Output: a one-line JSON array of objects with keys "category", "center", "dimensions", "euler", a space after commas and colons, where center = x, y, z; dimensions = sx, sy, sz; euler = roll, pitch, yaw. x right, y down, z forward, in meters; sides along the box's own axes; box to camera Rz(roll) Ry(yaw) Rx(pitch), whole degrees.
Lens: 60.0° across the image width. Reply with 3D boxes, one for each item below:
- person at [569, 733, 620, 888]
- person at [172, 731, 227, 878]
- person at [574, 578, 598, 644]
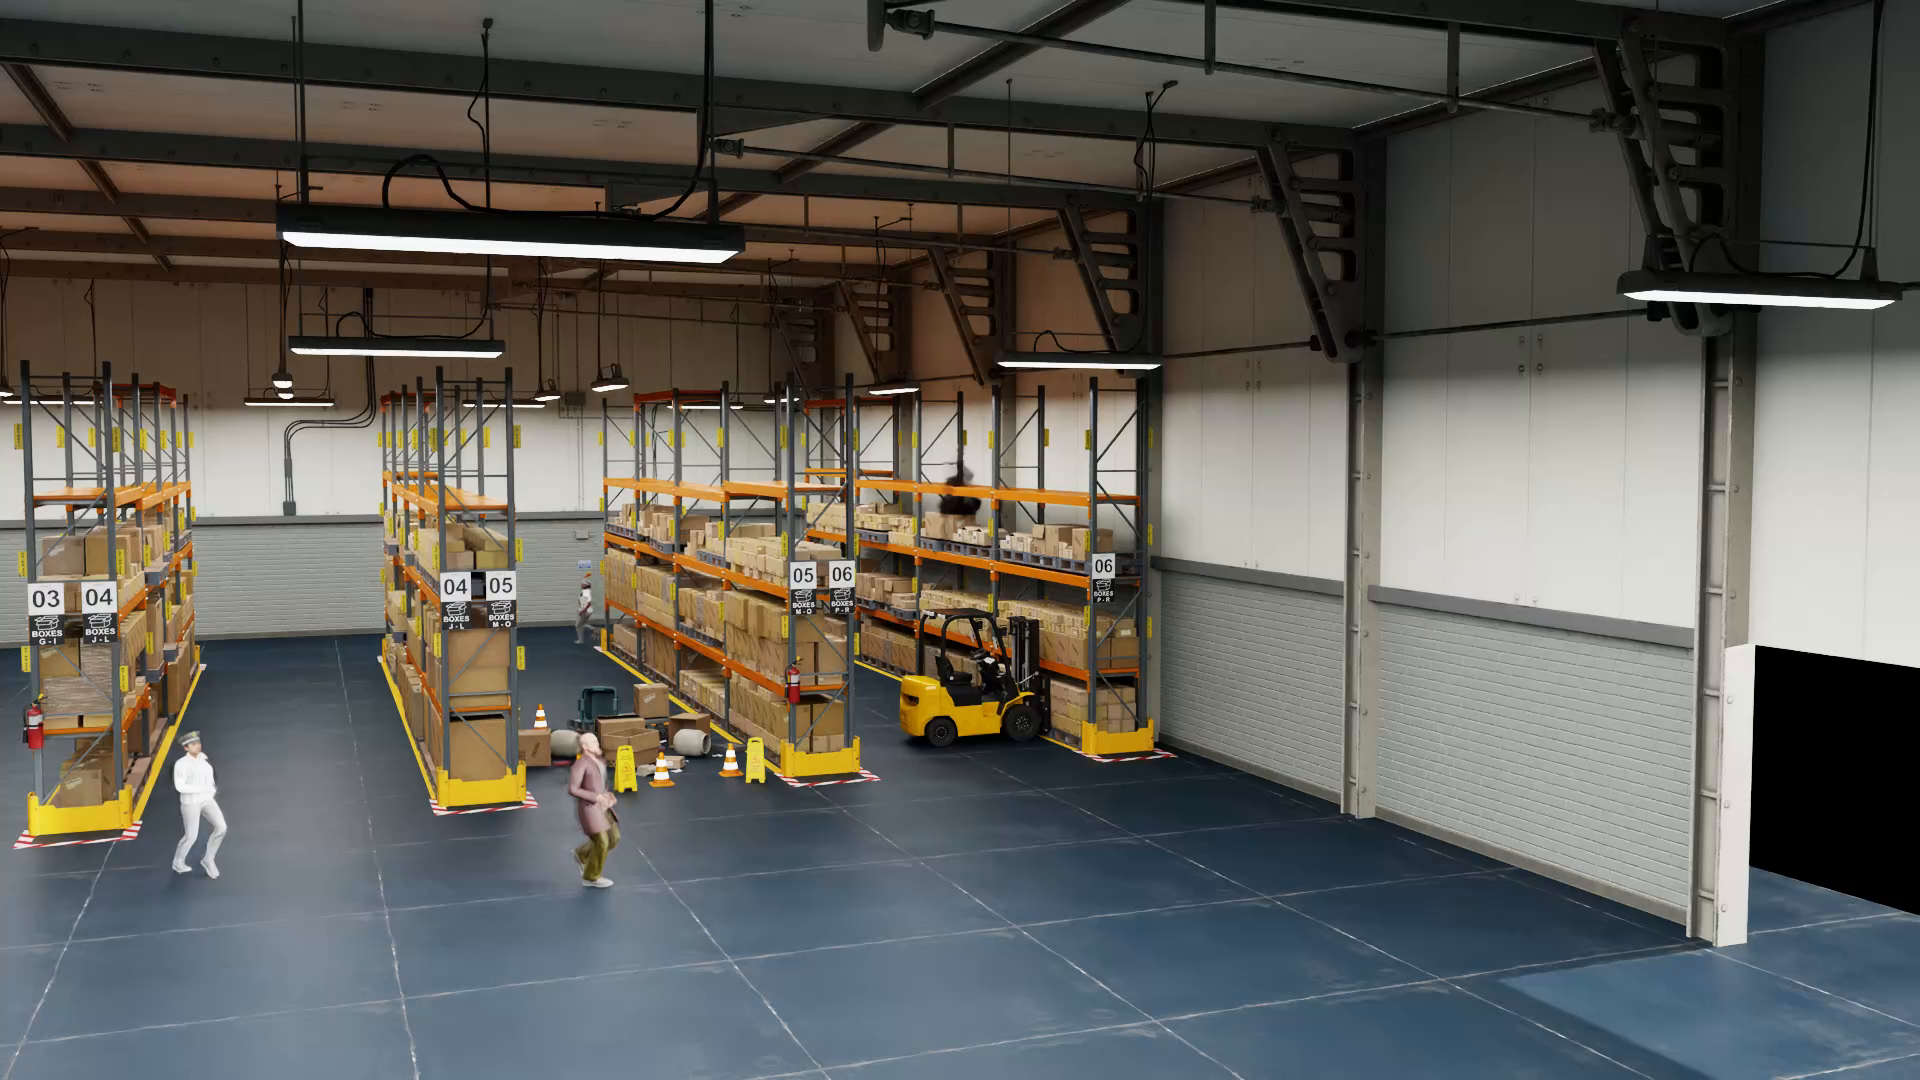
[{"category": "person", "center": [-4.095, 3.015, 18.593], "dimensions": [0.648, 1.726, 0.704], "euler": [1, 4, 15]}, {"category": "person", "center": [-8.728, 3.031, 19.066], "dimensions": [0.684, 1.711, 0.618], "euler": [2, 4, 25]}, {"category": "person", "center": [-9.149, 1.747, 40.696], "dimensions": [0.582, 1.615, 0.618], "euler": [-1, 4, -16]}]
